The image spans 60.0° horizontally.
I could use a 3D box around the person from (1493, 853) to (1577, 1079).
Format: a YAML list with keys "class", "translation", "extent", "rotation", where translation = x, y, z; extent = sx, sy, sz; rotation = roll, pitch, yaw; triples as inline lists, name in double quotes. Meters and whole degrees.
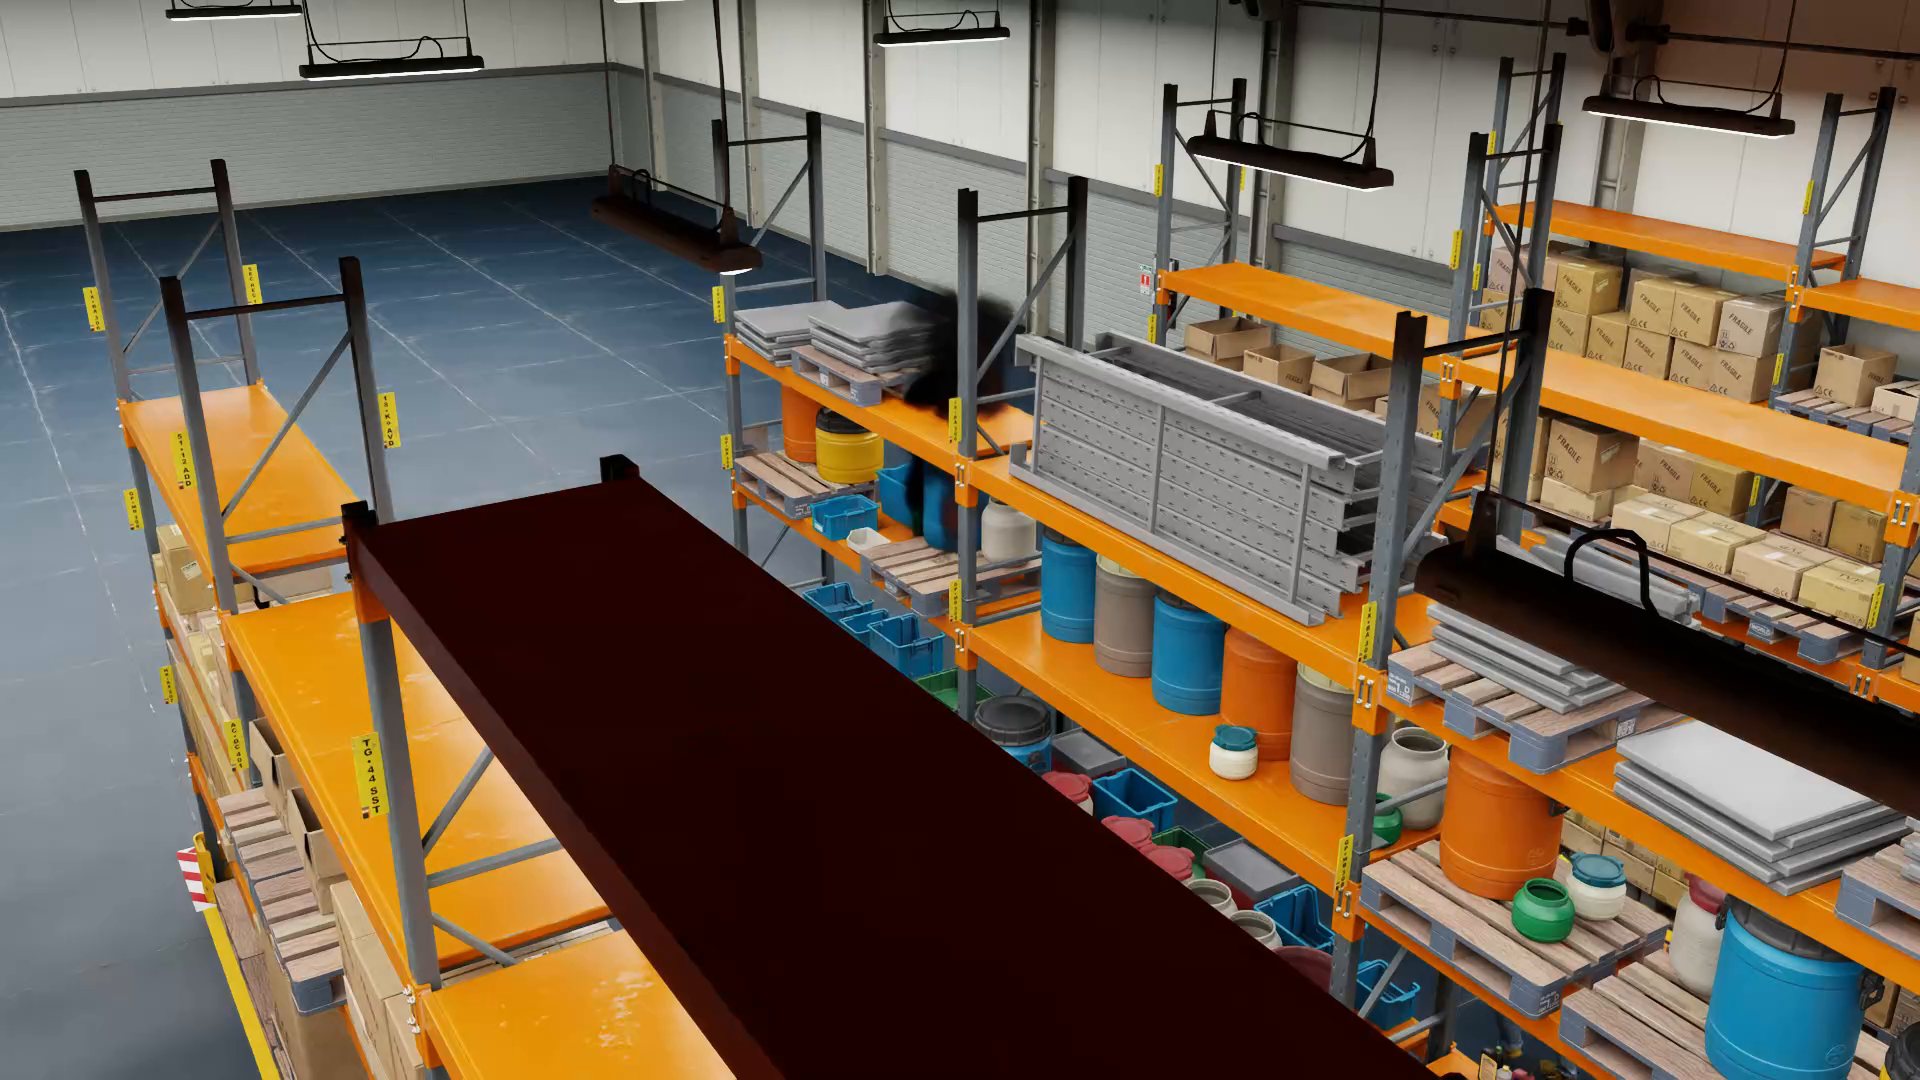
- class: "person"
  translation: [4.037, 2.975, 11.625]
  extent: [0.666, 1.811, 0.830]
  rotation: [-13, 25, -29]
